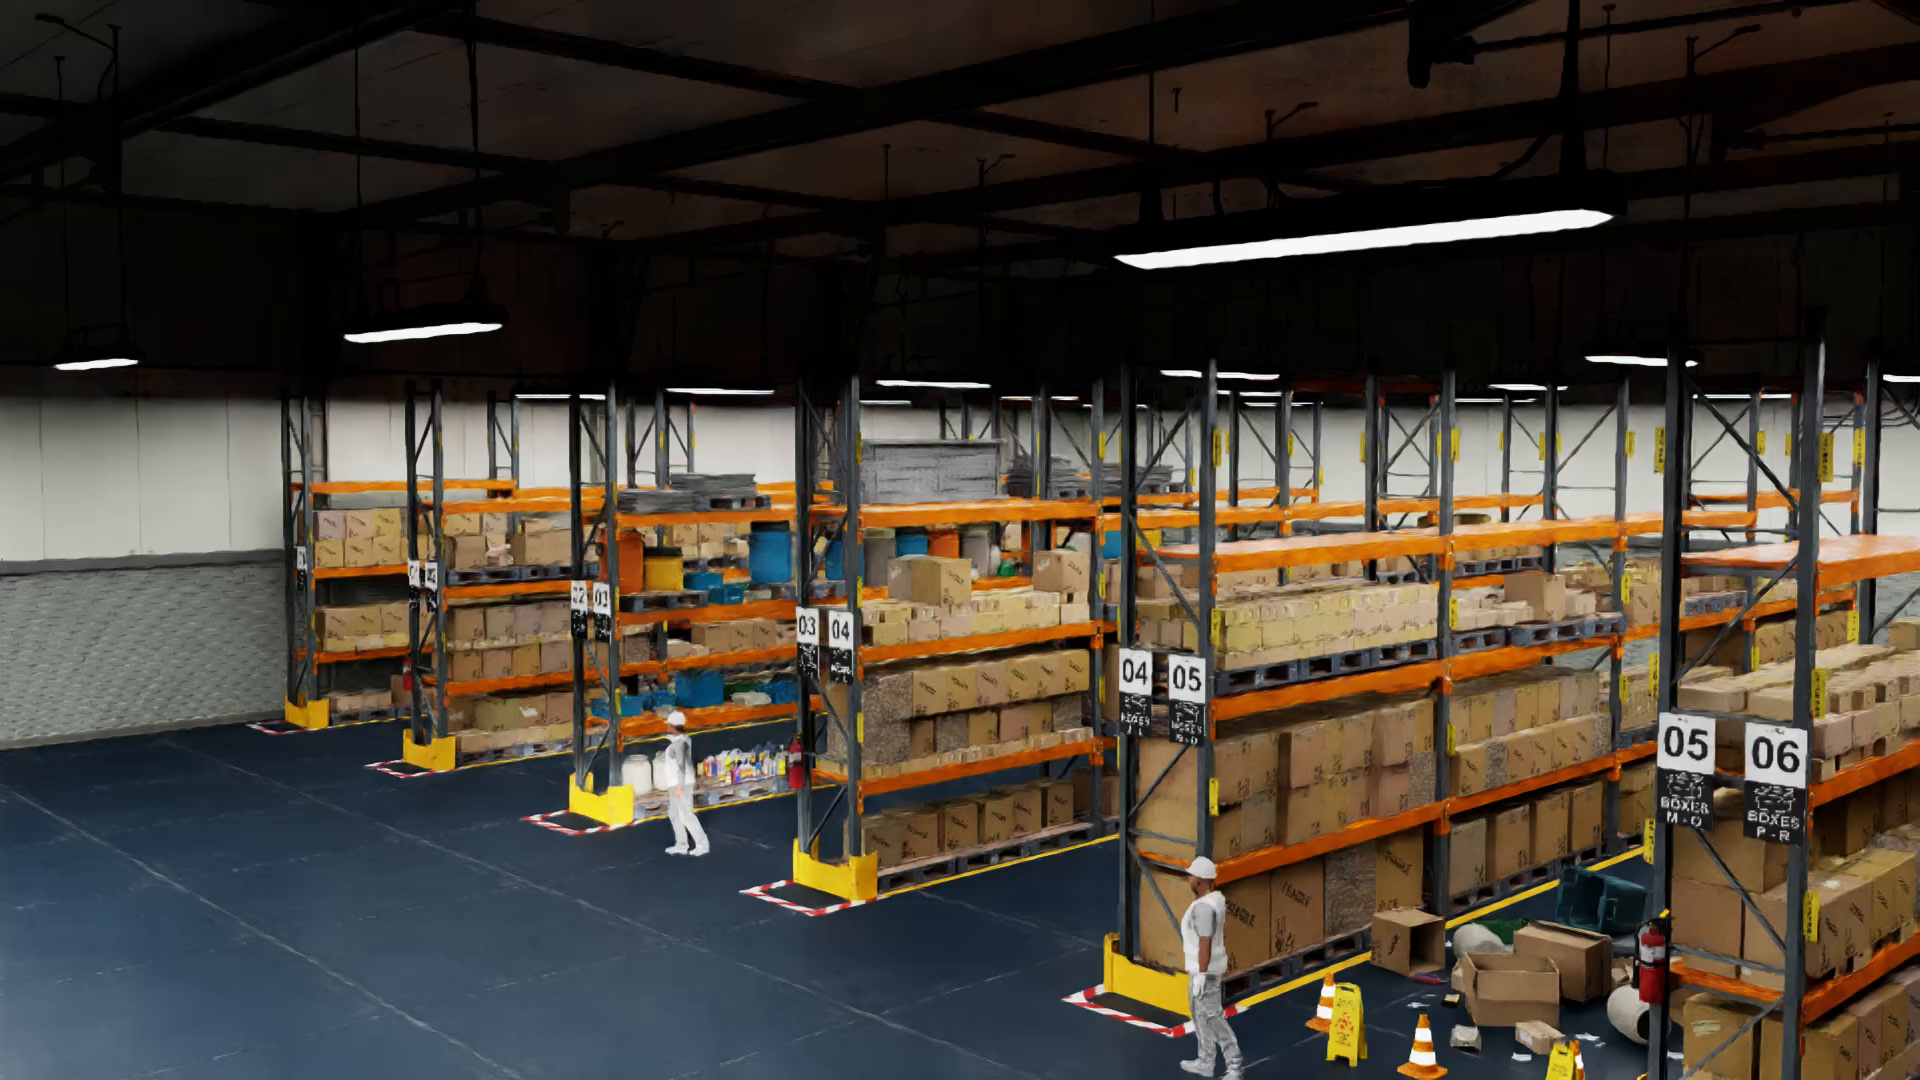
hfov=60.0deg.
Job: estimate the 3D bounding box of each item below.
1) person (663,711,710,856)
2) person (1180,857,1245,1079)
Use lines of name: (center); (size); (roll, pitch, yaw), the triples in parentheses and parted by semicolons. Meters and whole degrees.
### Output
person: (-3.362, 2.983, 20.435); (0.562, 1.761, 0.569); (0, 4, -6)
person: (2.027, 3.433, 13.323); (0.548, 1.779, 0.655); (1, 4, 15)
